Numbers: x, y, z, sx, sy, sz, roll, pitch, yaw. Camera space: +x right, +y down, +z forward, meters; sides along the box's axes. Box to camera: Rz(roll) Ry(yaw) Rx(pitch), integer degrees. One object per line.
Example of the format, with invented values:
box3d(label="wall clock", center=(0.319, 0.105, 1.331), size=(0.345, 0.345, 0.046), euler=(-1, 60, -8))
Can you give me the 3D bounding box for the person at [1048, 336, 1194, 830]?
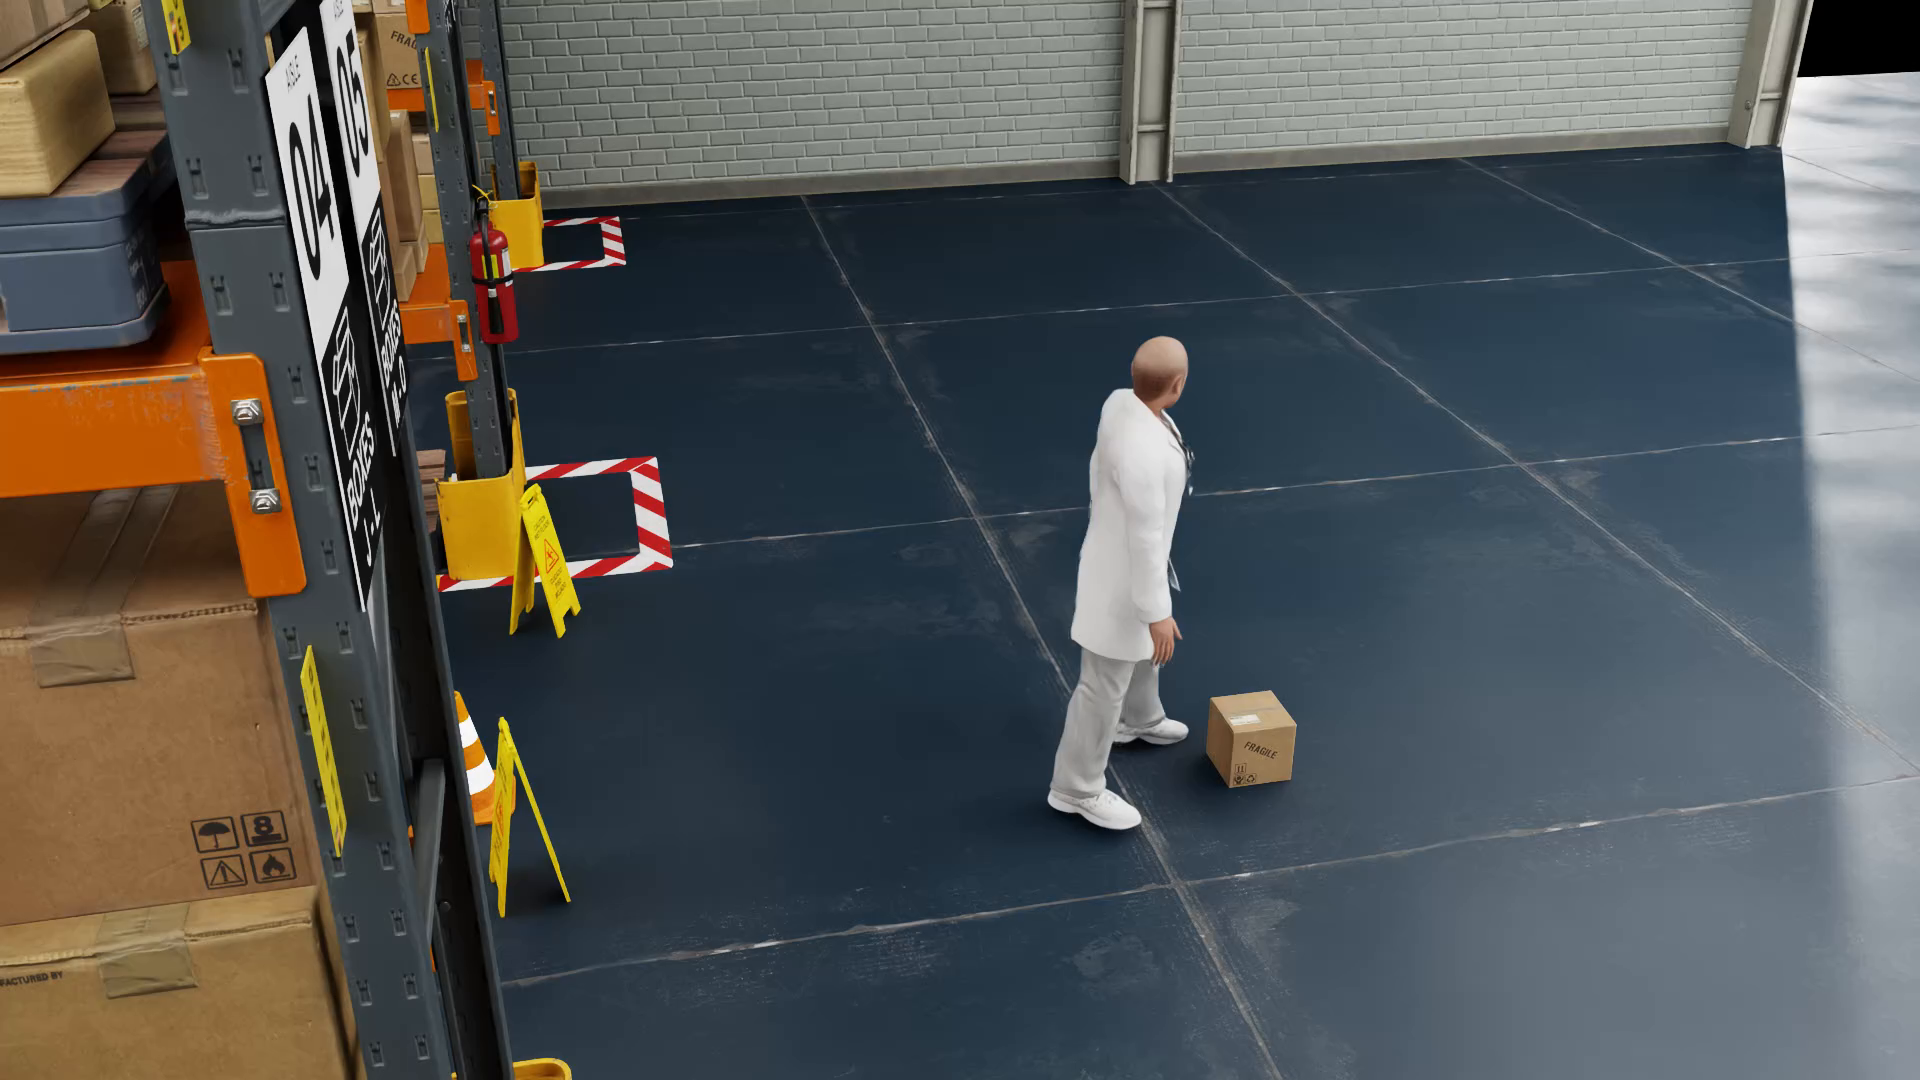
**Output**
box3d(label="person", center=(0.604, 0.117, 5.887), size=(0.531, 1.798, 0.773), euler=(2, 26, 5))
